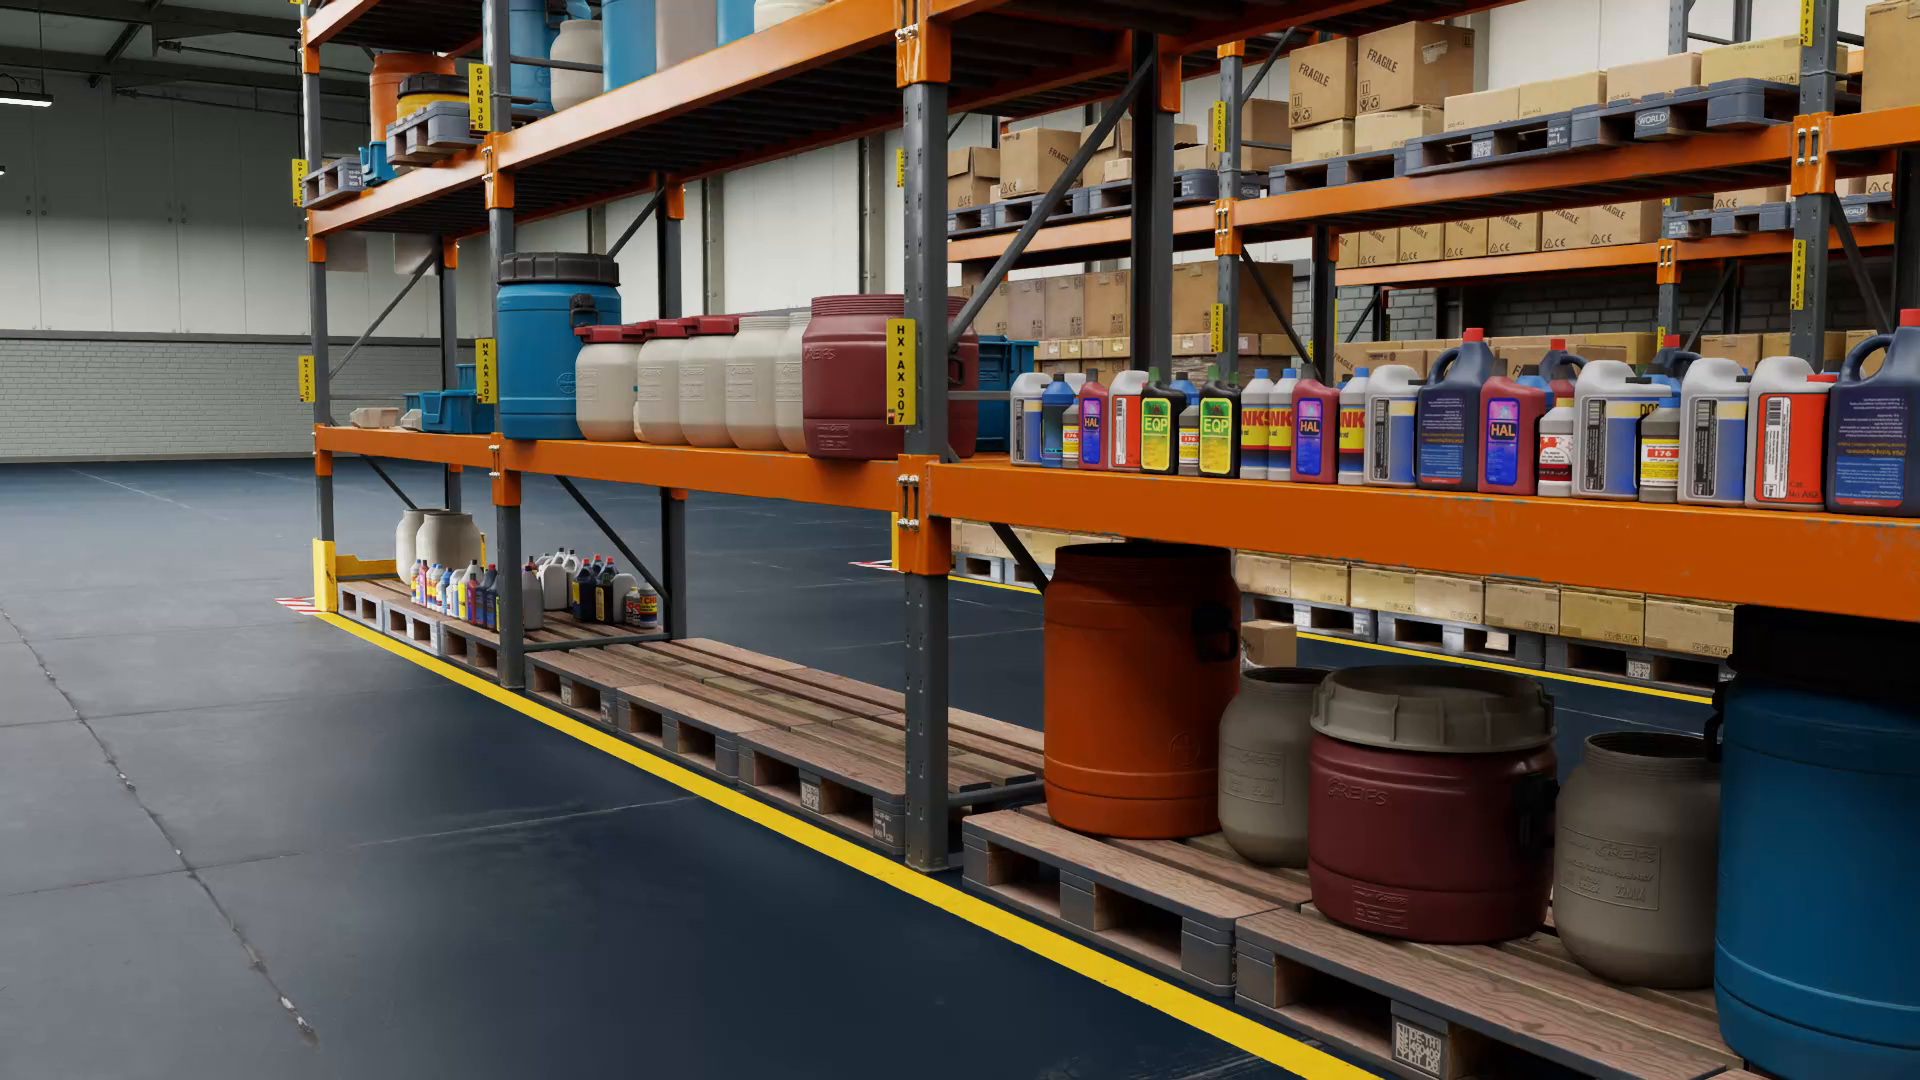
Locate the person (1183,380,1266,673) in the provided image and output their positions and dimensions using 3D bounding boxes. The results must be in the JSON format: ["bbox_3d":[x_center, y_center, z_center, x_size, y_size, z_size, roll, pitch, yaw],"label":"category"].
[{"bbox_3d":[1.361,-0.065,8.945,0.514,1.603,0.431,-3,6,-28],"label":"person"}]
